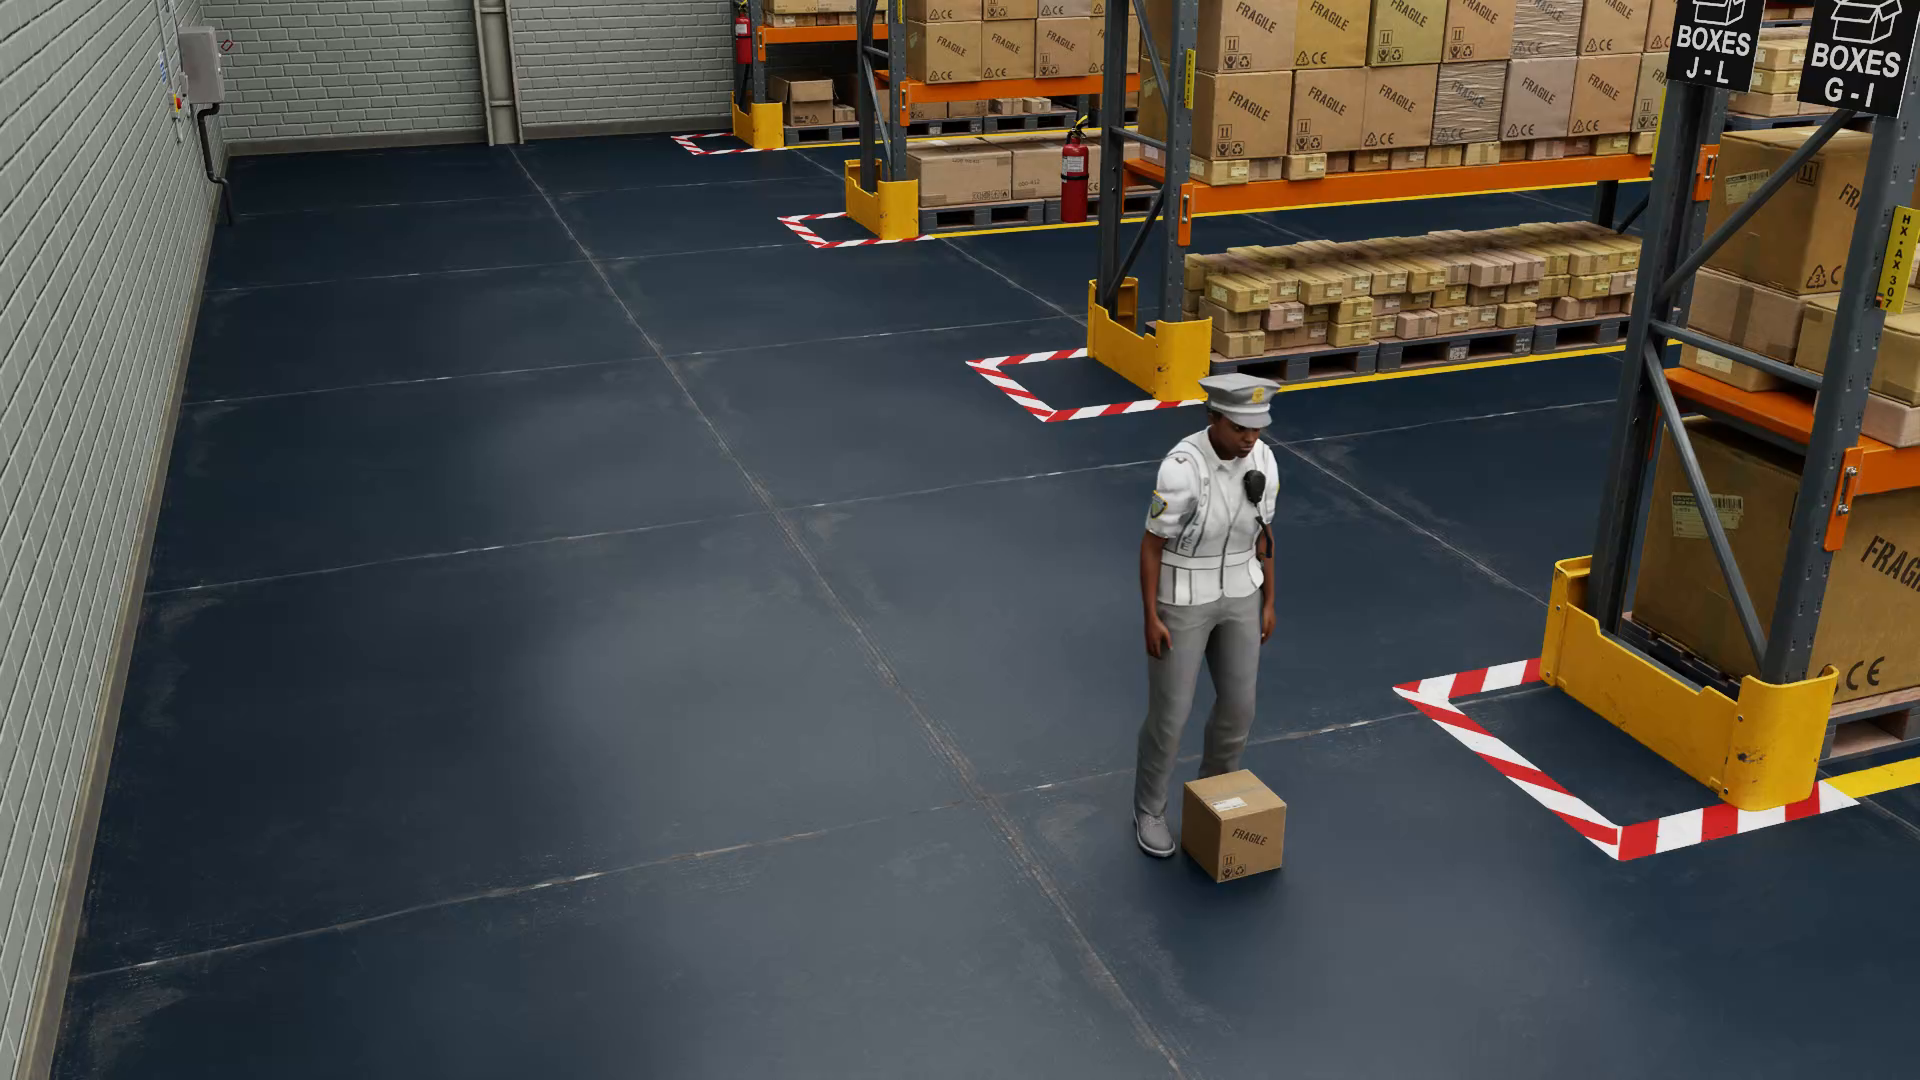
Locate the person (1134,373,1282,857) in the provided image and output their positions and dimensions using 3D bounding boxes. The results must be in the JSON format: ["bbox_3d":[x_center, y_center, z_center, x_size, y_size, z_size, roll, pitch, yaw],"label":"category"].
[{"bbox_3d":[0.825,0.230,5.543,0.504,1.659,0.394,-8,24,-19],"label":"person"}]
